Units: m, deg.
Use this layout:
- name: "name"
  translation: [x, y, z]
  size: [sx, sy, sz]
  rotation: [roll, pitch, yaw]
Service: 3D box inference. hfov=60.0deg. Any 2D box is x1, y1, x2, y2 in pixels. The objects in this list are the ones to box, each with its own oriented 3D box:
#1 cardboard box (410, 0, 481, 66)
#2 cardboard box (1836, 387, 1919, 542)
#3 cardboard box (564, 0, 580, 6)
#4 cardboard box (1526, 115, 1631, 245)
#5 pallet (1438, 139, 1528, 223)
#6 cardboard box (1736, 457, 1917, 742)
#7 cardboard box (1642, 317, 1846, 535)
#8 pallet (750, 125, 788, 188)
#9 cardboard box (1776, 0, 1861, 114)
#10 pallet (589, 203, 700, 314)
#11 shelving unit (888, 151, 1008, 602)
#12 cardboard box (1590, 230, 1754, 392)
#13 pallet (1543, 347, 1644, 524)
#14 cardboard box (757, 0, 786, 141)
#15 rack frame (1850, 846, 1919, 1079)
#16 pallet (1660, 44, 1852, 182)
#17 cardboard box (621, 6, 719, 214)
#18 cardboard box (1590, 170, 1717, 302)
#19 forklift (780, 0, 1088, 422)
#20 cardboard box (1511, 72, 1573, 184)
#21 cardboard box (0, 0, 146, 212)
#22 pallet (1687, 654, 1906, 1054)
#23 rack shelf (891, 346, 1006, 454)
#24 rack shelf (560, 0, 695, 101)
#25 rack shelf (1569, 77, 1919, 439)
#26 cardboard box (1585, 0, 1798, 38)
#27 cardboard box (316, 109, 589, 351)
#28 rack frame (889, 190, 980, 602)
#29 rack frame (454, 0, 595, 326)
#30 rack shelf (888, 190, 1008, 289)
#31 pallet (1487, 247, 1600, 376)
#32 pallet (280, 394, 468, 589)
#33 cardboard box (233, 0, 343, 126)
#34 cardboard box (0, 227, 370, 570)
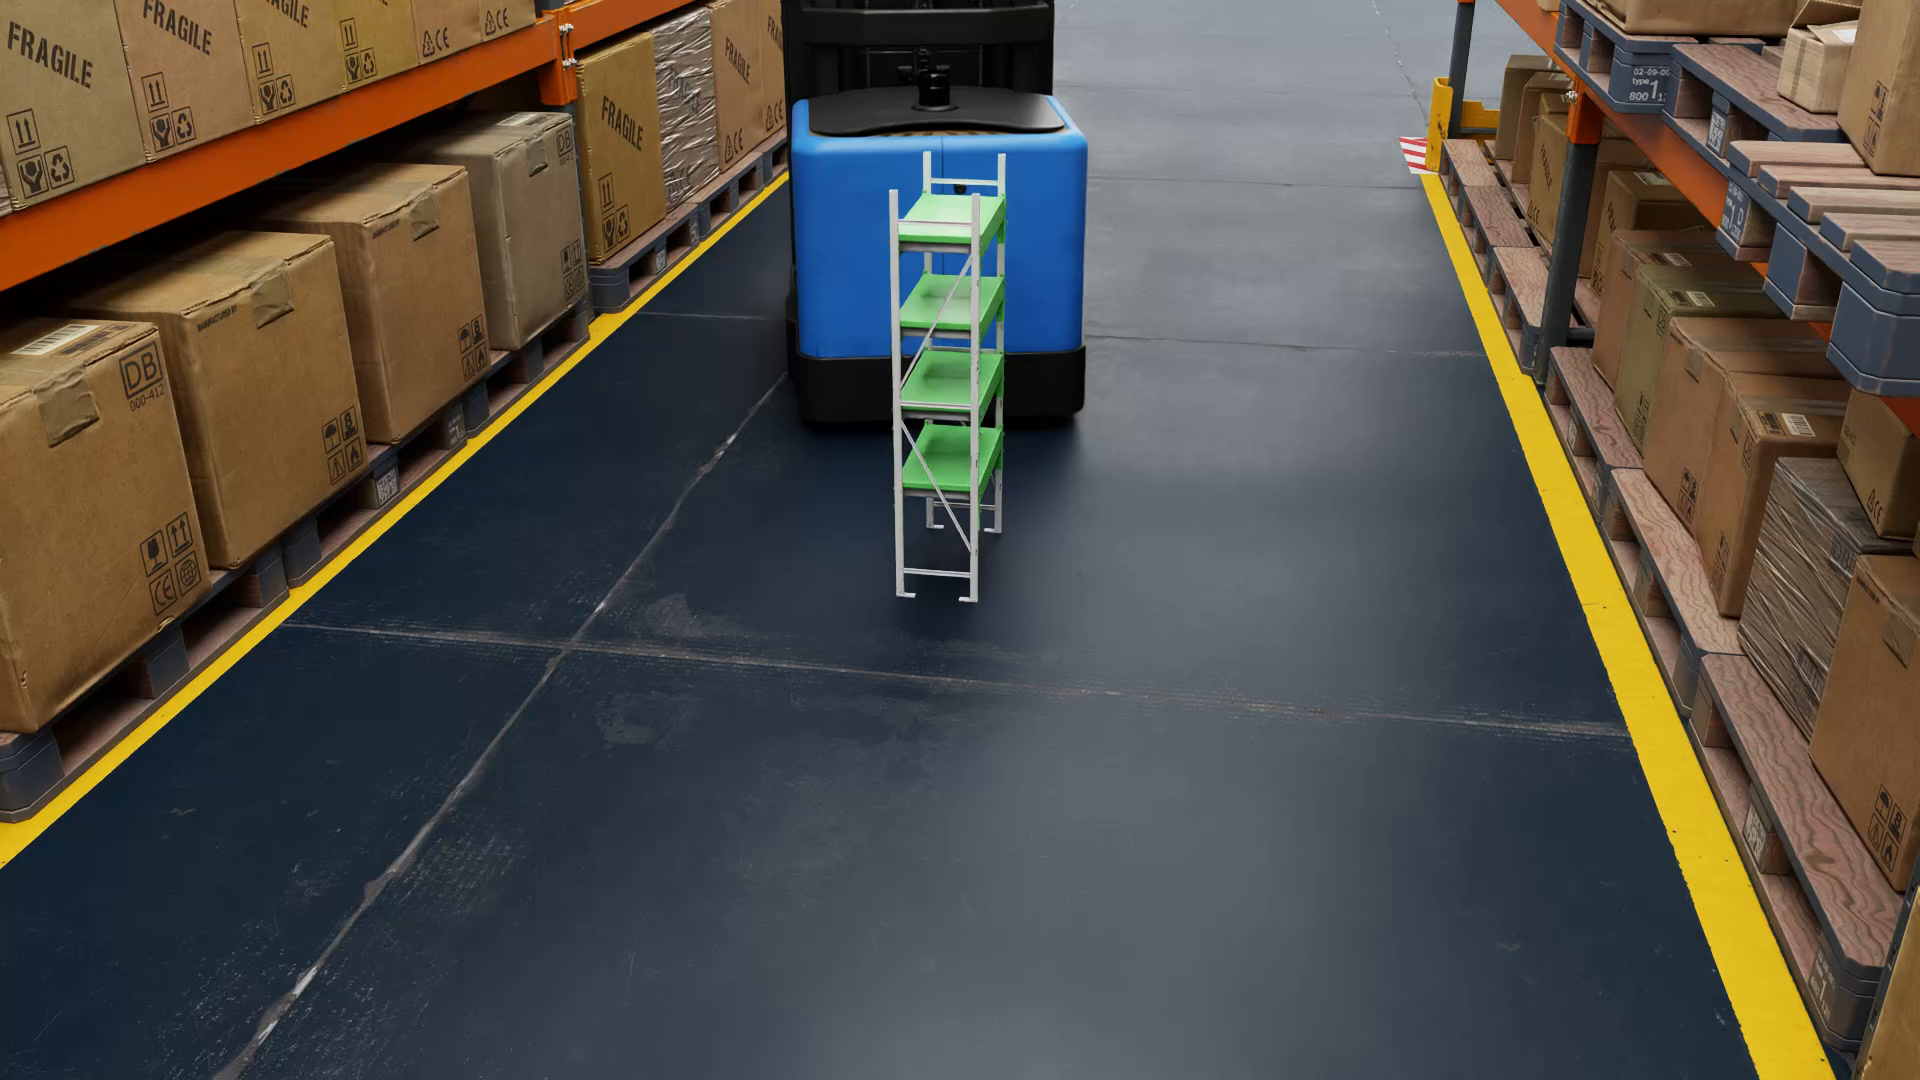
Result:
- name: "cardboard box"
  translation: [-2.013, -1.932, 5.721]
  size: [0.500, 0.500, 0.500]
  rotation: [4, 25, 8]
- name: "cardboard box"
  translation: [2.271, -0.187, 3.657]
  size: [0.500, 0.250, 0.500]
  rotation: [7, 26, 14]
- name: "cardboard box"
  translation: [-2.060, -2.558, 6.999]
  size: [0.875, 0.550, 0.550]
  rotation: [4, 25, 9]
- name: "cardboard box"
  translation: [2.983, -1.677, 7.747]
  size: [0.500, 0.500, 0.500]
  rotation: [2, 25, 4]
- name: "pallet"
  translation: [3.242, -1.990, 9.252]
  size: [1.003, 0.211, 1.213]
  rotation: [4, 25, 9]
- name: "cardboard box"
  translation: [2.282, 0.143, 3.837]
  size: [0.700, 0.500, 0.500]
  rotation: [2, 25, 4]
- name: "cardboard box"
  translation: [2.459, -0.328, 4.843]
  size: [0.700, 0.500, 0.500]
  rotation: [2, 25, 4]
- name: "pallet"
  translation: [-1.508, -2.405, 10.139]
  size: [1.003, 0.211, 1.213]
  rotation: [4, 25, 9]
- name: "cardboard box"
  translation: [2.121, -1.121, 3.770]
  size: [0.396, 0.266, 0.258]
  rotation: [3, 25, 7]
- name: "pallet"
  translation: [-1.907, -1.384, 7.958]
  size: [1.003, 0.211, 1.213]
  rotation: [4, 25, 9]
- name: "shelving unit"
  translation: [-0.027, -0.474, 4.848]
  size: [0.258, 1.200, 0.503]
  rotation: [4, 25, 9]
- name: "cardboard box"
  translation: [2.647, -0.761, 5.766]
  size: [0.700, 0.500, 0.500]
  rotation: [2, 25, 4]
- name: "pallet"
  translation: [2.642, -0.360, 5.770]
  size: [1.003, 0.211, 1.213]
  rotation: [4, 25, 9]
- name: "cardboard box"
  translation: [-1.501, -2.947, 10.019]
  size: [0.875, 0.875, 0.875]
  rotation: [4, 25, 9]
- name: "rack frame"
  translation: [2.111, -0.276, 2.301]
  size: [0.949, 2.616, 0.053]
  rotation: [4, 25, 9]
- name: "pallet"
  translation: [2.398, -1.020, 4.116]
  size: [1.003, 0.211, 1.213]
  rotation: [4, 25, 9]
- name: "cardboard box"
  translation: [-1.793, -2.198, 8.418]
  size: [0.875, 0.875, 0.875]
  rotation: [4, 25, 9]
- name: "cardboard box"
  translation: [2.873, -1.171, 6.667]
  size: [0.500, 0.500, 0.500]
  rotation: [3, 25, 7]
- name: "forklift"
  translation: [-0.190, -2.341, 6.793]
  size: [1.130, 2.935, 3.031]
  rotation: [-2, 25, -5]
- name: "cardboard box"
  translation: [3.239, -2.167, 8.795]
  size: [0.500, 0.500, 0.500]
  rotation: [11, 27, 22]
- name: "cardboard box"
  translation: [-2.342, -1.089, 3.920]
  size: [0.500, 0.500, 0.500]
  rotation: [4, 25, 8]
- name: "pallet"
  translation: [2.244, 0.660, 3.590]
  size: [1.003, 0.211, 1.213]
  rotation: [4, 25, 9]
- name: "rack shelf"
  translation: [-0.027, -0.416, 4.875]
  size: [0.258, 0.148, 0.480]
  rotation: [4, 25, 9]
- name: "rack shelf"
  translation: [-1.782, -2.845, 8.639]
  size: [1.077, 0.370, 4.000]
  rotation: [4, 25, 9]
- name: "rack shelf"
  translation: [2.441, -0.786, 4.240]
  size: [1.077, 0.370, 4.000]
  rotation: [4, 25, 9]
- name: "cardboard box"
  translation: [2.500, -2.088, 4.970]
  size: [1.000, 1.000, 1.000]
  rotation: [4, 25, 9]
- name: "cardboard box"
  translation: [-2.121, -1.240, 6.519]
  size: [1.050, 0.750, 0.750]
  rotation: [4, 25, 8]
- name: "rack frame"
  translation: [-0.067, -0.372, 4.630]
  size: [0.240, 1.200, 0.015]
  rotation: [4, 25, 9]
- name: "rack frame"
  translation: [-2.109, -2.335, 6.699]
  size: [1.000, 3.000, 0.127]
  rotation: [4, 25, 9]
- name: "rack shelf"
  translation: [-0.027, -0.851, 4.671]
  size: [0.258, 0.148, 0.480]
  rotation: [4, 25, 9]
- name: "pallet"
  translation: [2.843, -0.969, 7.071]
  size: [1.003, 0.211, 1.213]
  rotation: [4, 25, 9]
- name: "pallet"
  translation: [-2.357, -0.232, 5.497]
  size: [1.003, 0.211, 1.213]
  rotation: [4, 25, 9]
- name: "cardboard box"
  translation: [-2.176, -1.508, 4.815]
  size: [0.500, 0.500, 0.500]
  rotation: [4, 25, 8]
- name: "cardboard box"
  translation: [-2.434, -0.447, 4.826]
  size: [1.050, 0.750, 0.750]
  rotation: [4, 25, 9]
